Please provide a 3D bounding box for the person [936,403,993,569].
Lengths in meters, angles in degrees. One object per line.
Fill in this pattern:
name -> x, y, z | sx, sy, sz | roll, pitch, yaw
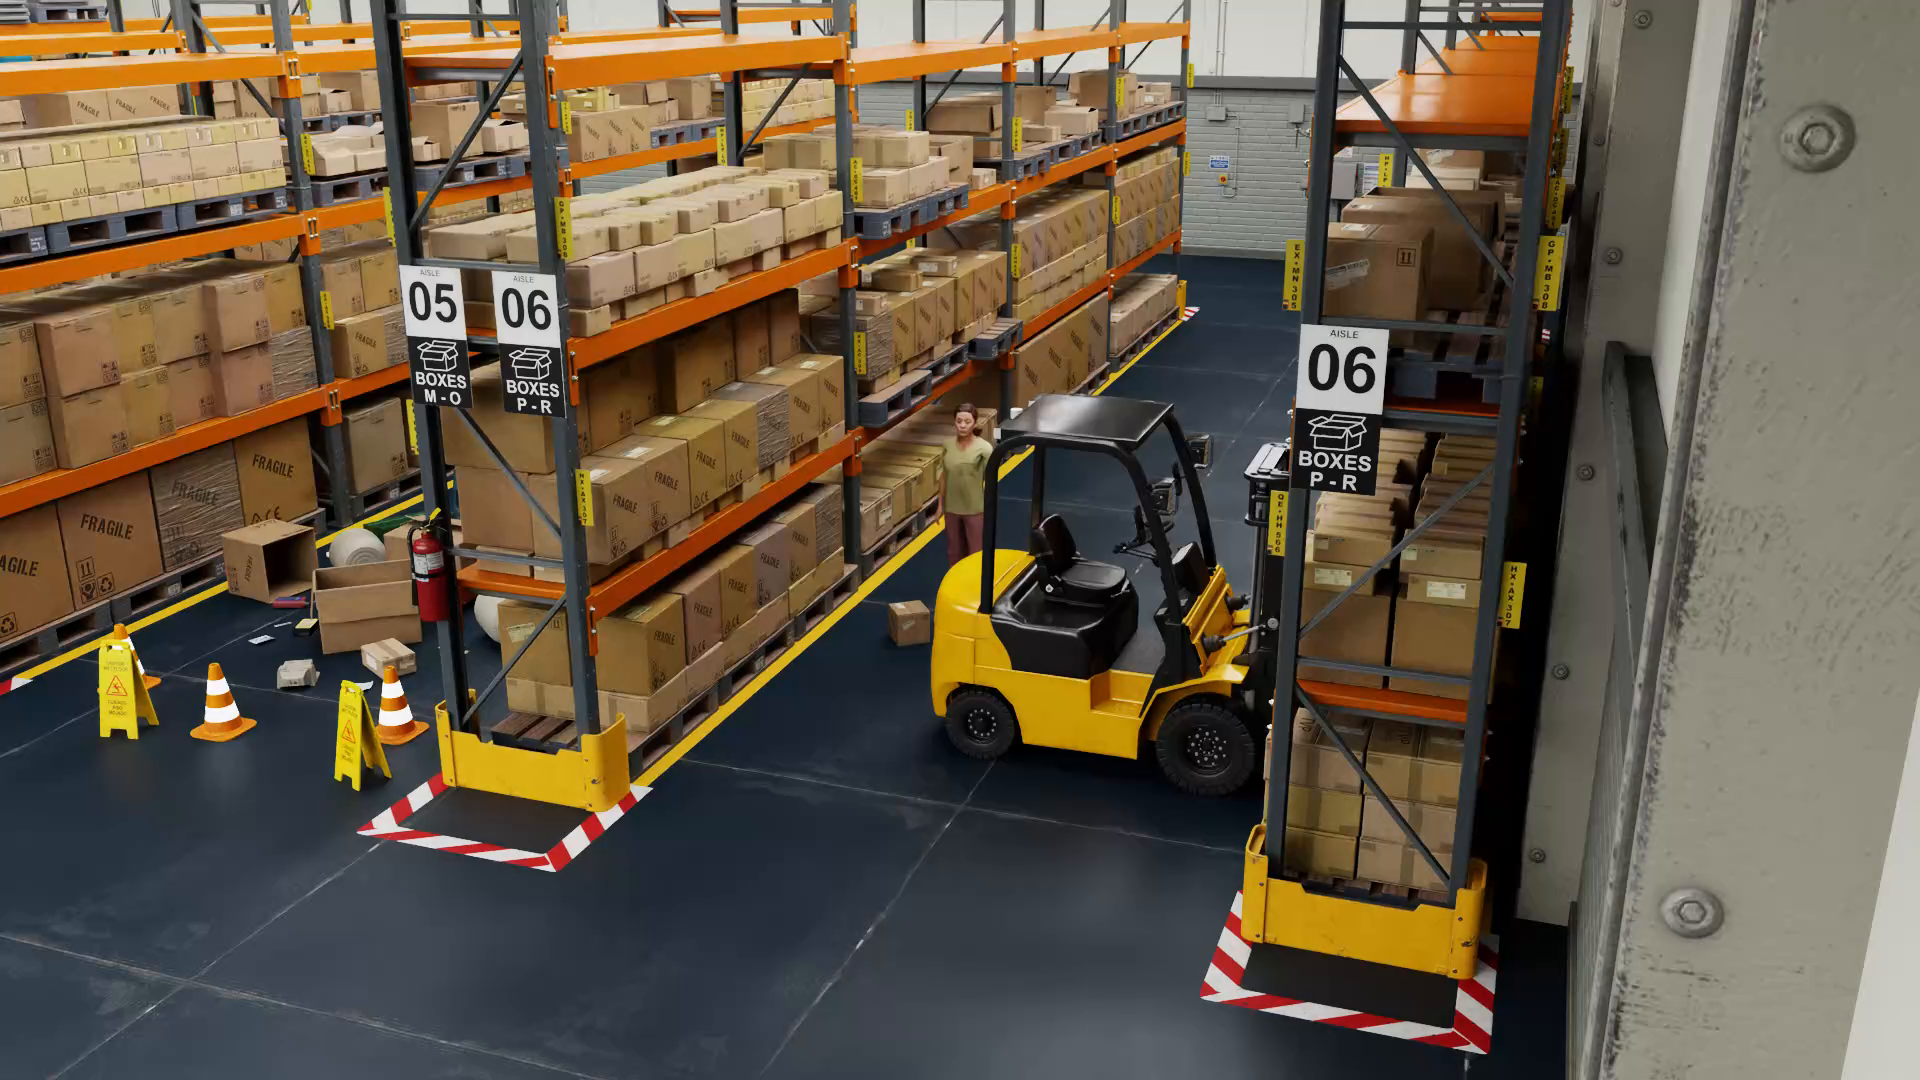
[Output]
person -> 0.029, -0.213, 12.636 | 0.469, 1.675, 0.402 | 9, 21, 25
